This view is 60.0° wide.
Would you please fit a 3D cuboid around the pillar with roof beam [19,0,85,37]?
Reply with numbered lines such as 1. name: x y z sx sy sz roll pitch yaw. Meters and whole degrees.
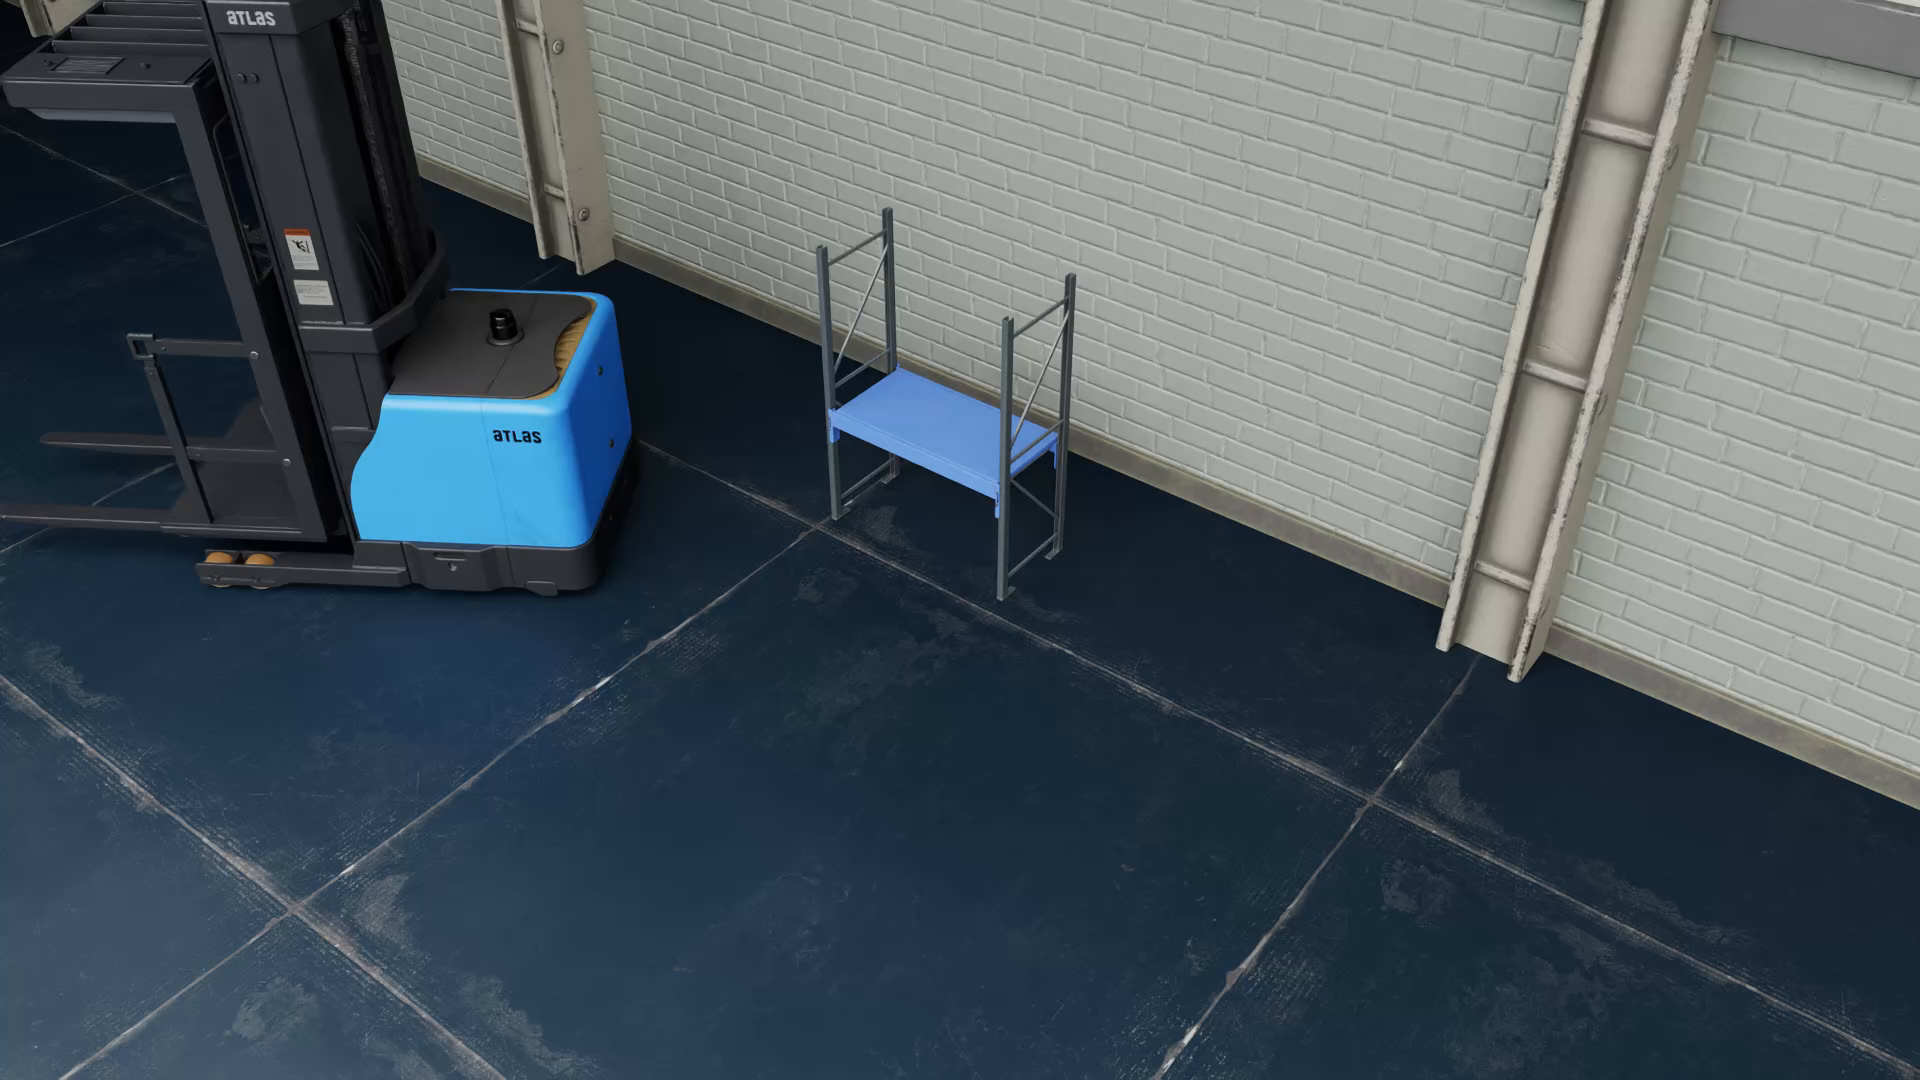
1. pillar with roof beam: -9.756 -5.449 7.770 0.400 9.000 9.100 25 45 29

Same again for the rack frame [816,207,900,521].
1. rack frame: -0.472 -0.813 7.932 0.032 1.500 0.500 25 45 29

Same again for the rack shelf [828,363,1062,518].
1. rack shelf: -0.068 -0.481 7.800 1.000 0.185 0.538 25 45 29

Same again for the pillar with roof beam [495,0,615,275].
1. pillar with roof beam: -4.990 -3.202 4.900 0.400 9.000 9.100 25 45 29

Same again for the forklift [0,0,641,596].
1. forklift: -3.160 -1.246 7.325 3.031 2.935 1.130 2 38 3

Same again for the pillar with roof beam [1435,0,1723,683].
1. pillar with roof beam: -0.224 -0.954 2.030 0.400 9.000 9.100 25 45 29

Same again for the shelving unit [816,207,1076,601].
1. shelving unit: -0.068 -0.622 7.689 1.048 1.500 0.538 25 45 29

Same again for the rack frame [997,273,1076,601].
1. rack frame: 0.336 -0.432 7.446 0.032 1.500 0.500 25 45 29
